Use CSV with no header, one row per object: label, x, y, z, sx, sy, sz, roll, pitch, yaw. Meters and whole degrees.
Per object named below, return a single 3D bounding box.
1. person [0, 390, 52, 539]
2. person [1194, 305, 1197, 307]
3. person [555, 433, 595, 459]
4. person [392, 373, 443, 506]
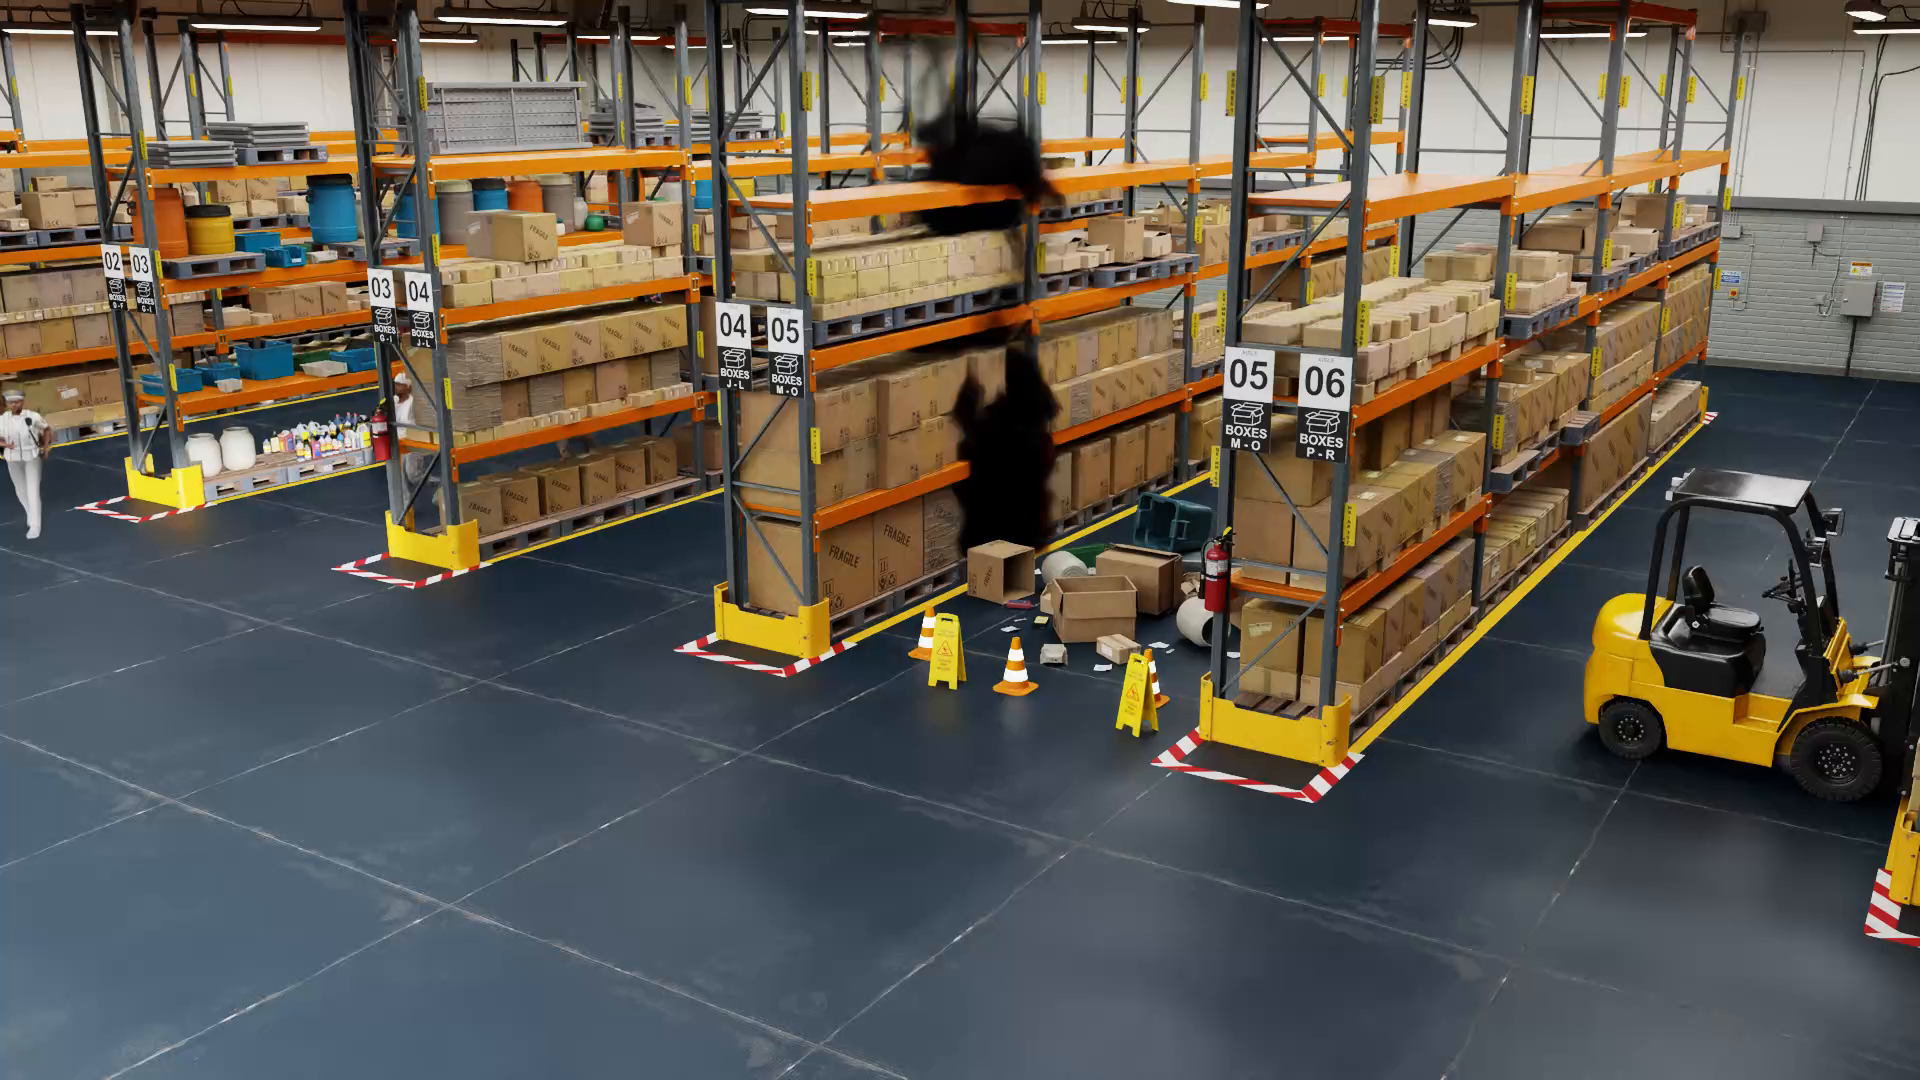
person,-10.861,-0.926,19.301,0.589,1.689,0.855,-5,16,-18
person,3.746,-2.974,26.830,0.581,1.628,0.600,12,19,36
person,-5.352,-1.868,22.803,0.664,1.673,0.645,7,17,24
person,-6.617,-1.154,20.112,0.686,1.773,0.825,10,18,32
